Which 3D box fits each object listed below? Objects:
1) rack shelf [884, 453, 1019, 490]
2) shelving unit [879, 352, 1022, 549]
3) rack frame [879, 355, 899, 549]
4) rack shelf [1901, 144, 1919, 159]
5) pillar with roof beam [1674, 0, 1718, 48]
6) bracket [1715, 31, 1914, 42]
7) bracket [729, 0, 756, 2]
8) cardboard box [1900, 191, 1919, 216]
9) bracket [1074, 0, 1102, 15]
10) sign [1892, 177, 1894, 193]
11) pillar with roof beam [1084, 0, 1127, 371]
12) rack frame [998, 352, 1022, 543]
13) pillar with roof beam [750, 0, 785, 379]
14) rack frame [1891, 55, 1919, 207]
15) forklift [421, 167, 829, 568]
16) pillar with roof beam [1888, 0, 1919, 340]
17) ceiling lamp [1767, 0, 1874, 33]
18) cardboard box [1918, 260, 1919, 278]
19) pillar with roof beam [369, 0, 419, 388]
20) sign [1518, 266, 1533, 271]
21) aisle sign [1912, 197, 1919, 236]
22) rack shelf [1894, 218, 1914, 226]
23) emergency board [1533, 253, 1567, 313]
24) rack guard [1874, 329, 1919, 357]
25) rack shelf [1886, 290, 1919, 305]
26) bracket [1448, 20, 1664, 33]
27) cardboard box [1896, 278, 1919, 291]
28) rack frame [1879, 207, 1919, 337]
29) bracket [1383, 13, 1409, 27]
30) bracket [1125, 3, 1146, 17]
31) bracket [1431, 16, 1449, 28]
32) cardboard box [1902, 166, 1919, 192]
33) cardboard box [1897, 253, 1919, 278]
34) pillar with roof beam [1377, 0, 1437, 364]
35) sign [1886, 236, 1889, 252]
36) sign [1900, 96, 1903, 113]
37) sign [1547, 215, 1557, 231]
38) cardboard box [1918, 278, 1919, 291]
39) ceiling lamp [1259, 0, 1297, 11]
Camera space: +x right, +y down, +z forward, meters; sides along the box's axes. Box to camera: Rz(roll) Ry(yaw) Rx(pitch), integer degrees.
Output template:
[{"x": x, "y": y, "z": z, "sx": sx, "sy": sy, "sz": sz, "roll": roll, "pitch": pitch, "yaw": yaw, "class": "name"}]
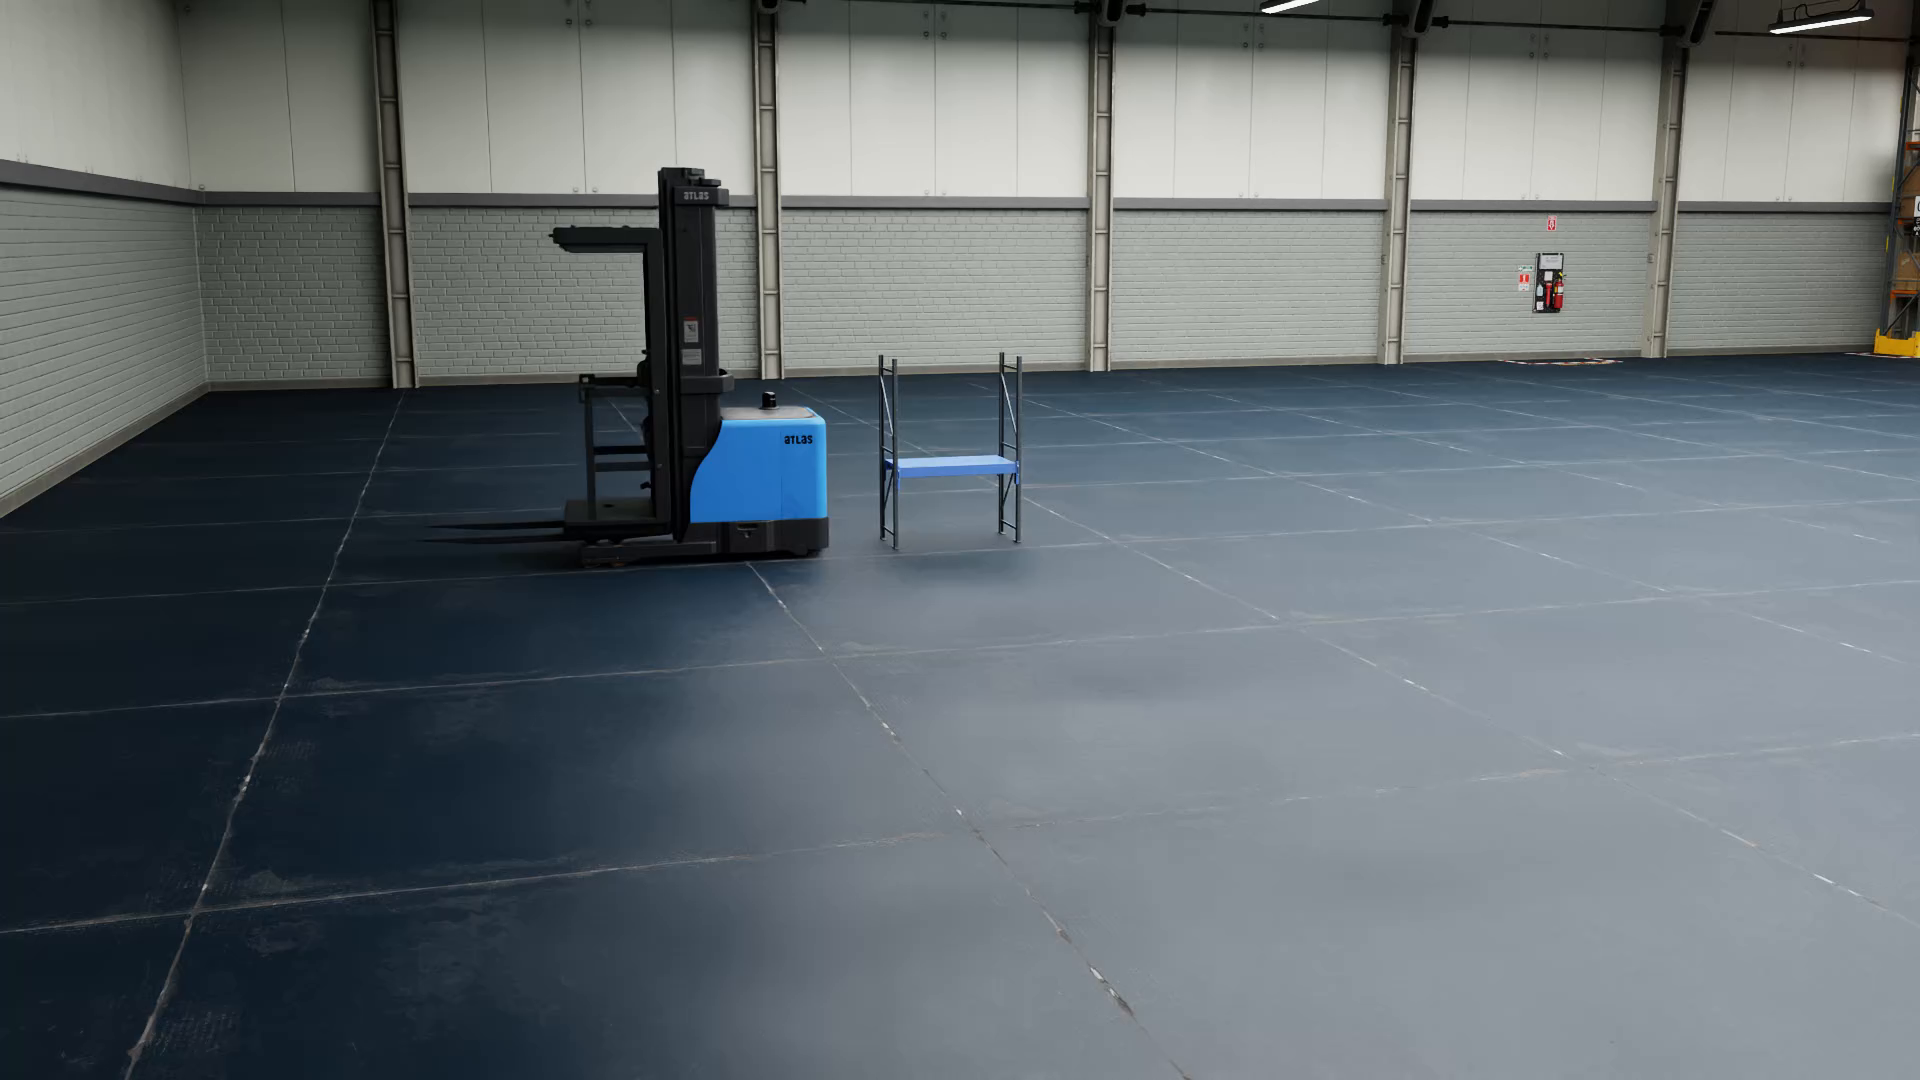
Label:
[{"x": -0.082, "y": -0.556, "z": 13.420, "sx": 1.000, "sy": 0.185, "sz": 0.538, "roll": -3, "pitch": 11, "yaw": -16, "class": "rack shelf"}, {"x": -0.082, "y": -0.733, "z": 13.387, "sx": 1.048, "sy": 1.500, "sz": 0.538, "roll": -3, "pitch": 11, "yaw": -16, "class": "shelving unit"}, {"x": -0.570, "y": -0.708, "z": 13.247, "sx": 0.032, "sy": 1.500, "sz": 0.500, "roll": -3, "pitch": 11, "yaw": -16, "class": "rack frame"}, {"x": 21.281, "y": -7.992, "z": 34.098, "sx": 4.000, "sy": 0.370, "sz": 1.077, "roll": -3, "pitch": 11, "yaw": -16, "class": "rack shelf"}, {"x": 15.287, "y": -10.303, "z": 28.053, "sx": 0.548, "sy": 2.987, "sz": 8.718, "roll": -3, "pitch": 11, "yaw": -16, "class": "pillar with roof beam"}, {"x": 17.002, "y": -9.988, "z": 33.004, "sx": 4.783, "sy": 0.066, "sz": 0.076, "roll": -3, "pitch": 11, "yaw": -16, "class": "bracket"}, {"x": -3.551, "y": -8.905, "z": 27.120, "sx": 0.430, "sy": 0.232, "sz": 0.235, "roll": -3, "pitch": 11, "yaw": -16, "class": "bracket"}, {"x": 19.691, "y": -6.895, "z": 34.098, "sx": 0.500, "sy": 0.500, "sz": 0.500, "roll": -2, "pitch": 11, "yaw": -12, "class": "cardboard box"}, {"x": 2.209, "y": -9.208, "z": 28.769, "sx": 0.430, "sy": 0.232, "sz": 0.235, "roll": -3, "pitch": 11, "yaw": -16, "class": "bracket"}, {"x": 19.225, "y": -7.304, "z": 34.204, "sx": 0.005, "sy": 0.325, "sz": 0.100, "roll": -3, "pitch": 11, "yaw": -16, "class": "sign"}, {"x": 3.712, "y": -6.772, "z": 25.479, "sx": 0.548, "sy": 9.000, "sz": 9.100, "roll": -3, "pitch": 11, "yaw": -16, "class": "pillar with roof beam"}, {"x": 0.406, "y": -0.759, "z": 13.527, "sx": 0.032, "sy": 1.500, "sz": 0.500, "roll": -3, "pitch": 11, "yaw": -16, "class": "rack frame"}, {"x": -2.049, "y": -6.469, "z": 23.830, "sx": 0.548, "sy": 9.000, "sz": 9.100, "roll": -3, "pitch": 11, "yaw": -16, "class": "pillar with roof beam"}, {"x": 19.361, "y": -8.246, "z": 33.483, "sx": 0.127, "sy": 3.000, "sz": 1.000, "roll": -3, "pitch": 11, "yaw": -16, "class": "rack frame"}, {"x": -2.585, "y": -1.338, "z": 12.719, "sx": 3.031, "sy": 2.935, "sz": 1.130, "roll": -2, "pitch": 11, "yaw": -12, "class": "forklift"}, {"x": 20.995, "y": -7.683, "z": 30.427, "sx": 0.548, "sy": 9.000, "sz": 9.100, "roll": -3, "pitch": 11, "yaw": -16, "class": "pillar with roof beam"}, {"x": 14.000, "y": -10.062, "z": 27.225, "sx": 0.800, "sy": 3.185, "sz": 2.000, "roll": -3, "pitch": 11, "yaw": -16, "class": "ceiling lamp"}, {"x": 19.903, "y": -5.572, "z": 33.818, "sx": 0.500, "sy": 0.500, "sz": 0.500, "roll": -3, "pitch": 11, "yaw": -16, "class": "cardboard box"}, {"x": -7.810, "y": -6.165, "z": 22.181, "sx": 0.548, "sy": 9.000, "sz": 9.100, "roll": -3, "pitch": 11, "yaw": -16, "class": "pillar with roof beam"}, {"x": 11.094, "y": -5.326, "z": 32.630, "sx": 0.331, "sy": 0.109, "sz": 0.001, "roll": -3, "pitch": 11, "yaw": -16, "class": "sign"}, {"x": 19.376, "y": -6.518, "z": 33.488, "sx": 0.004, "sy": 0.787, "sz": 0.394, "roll": -3, "pitch": 11, "yaw": -16, "class": "aisle sign"}, {"x": 21.281, "y": -6.518, "z": 34.370, "sx": 4.000, "sy": 0.370, "sz": 1.077, "roll": -3, "pitch": 11, "yaw": -16, "class": "rack shelf"}, {"x": 11.647, "y": -5.059, "z": 32.743, "sx": 0.643, "sy": 1.169, "sz": 0.194, "roll": -3, "pitch": 11, "yaw": -16, "class": "emergency board"}, {"x": 19.434, "y": -4.070, "z": 34.273, "sx": 0.348, "sy": 0.500, "sz": 1.175, "roll": -3, "pitch": 11, "yaw": -16, "class": "rack guard"}, {"x": 21.281, "y": -5.043, "z": 34.641, "sx": 4.000, "sy": 0.370, "sz": 1.077, "roll": -3, "pitch": 11, "yaw": -16, "class": "rack shelf"}, {"x": 11.241, "y": -9.684, "z": 31.355, "sx": 4.783, "sy": 0.066, "sz": 0.076, "roll": -3, "pitch": 11, "yaw": -16, "class": "bracket"}, {"x": 19.756, "y": -5.289, "z": 34.350, "sx": 0.500, "sy": 0.250, "sz": 0.500, "roll": -3, "pitch": 11, "yaw": -15, "class": "cardboard box"}, {"x": 19.361, "y": -5.295, "z": 34.026, "sx": 0.127, "sy": 3.000, "sz": 1.000, "roll": -3, "pitch": 11, "yaw": -16, "class": "rack frame"}, {"x": 7.970, "y": -9.512, "z": 30.418, "sx": 0.430, "sy": 0.232, "sz": 0.235, "roll": -3, "pitch": 11, "yaw": -16, "class": "bracket"}, {"x": 3.006, "y": -9.250, "z": 28.997, "sx": 0.430, "sy": 0.232, "sz": 0.235, "roll": -3, "pitch": 11, "yaw": -16, "class": "bracket"}, {"x": 8.767, "y": -9.554, "z": 30.647, "sx": 0.430, "sy": 0.232, "sz": 0.235, "roll": -3, "pitch": 11, "yaw": -16, "class": "bracket"}, {"x": 19.702, "y": -7.389, "z": 34.019, "sx": 0.500, "sy": 0.500, "sz": 0.500, "roll": -3, "pitch": 11, "yaw": -13, "class": "cardboard box"}, {"x": 19.754, "y": -5.661, "z": 34.300, "sx": 0.500, "sy": 0.500, "sz": 0.500, "roll": -3, "pitch": 11, "yaw": -17, "class": "cardboard box"}, {"x": 9.473, "y": -7.076, "z": 27.129, "sx": 0.548, "sy": 9.000, "sz": 9.100, "roll": -3, "pitch": 11, "yaw": -16, "class": "pillar with roof beam"}, {"x": 19.225, "y": -6.118, "z": 34.422, "sx": 0.005, "sy": 0.325, "sz": 0.100, "roll": -3, "pitch": 11, "yaw": -16, "class": "sign"}, {"x": 19.225, "y": -8.881, "z": 33.914, "sx": 0.005, "sy": 0.325, "sz": 0.100, "roll": -3, "pitch": 11, "yaw": -16, "class": "sign"}, {"x": 11.611, "y": -6.216, "z": 32.625, "sx": 0.199, "sy": 0.298, "sz": 0.001, "roll": -3, "pitch": 11, "yaw": -16, "class": "sign"}, {"x": 19.918, "y": -5.201, "z": 33.872, "sx": 0.500, "sy": 0.250, "sz": 0.500, "roll": -3, "pitch": 11, "yaw": -18, "class": "cardboard box"}, {"x": 4.830, "y": -9.599, "z": 24.596, "sx": 0.800, "sy": 3.144, "sz": 2.000, "roll": -3, "pitch": 11, "yaw": -16, "class": "ceiling lamp"}]
